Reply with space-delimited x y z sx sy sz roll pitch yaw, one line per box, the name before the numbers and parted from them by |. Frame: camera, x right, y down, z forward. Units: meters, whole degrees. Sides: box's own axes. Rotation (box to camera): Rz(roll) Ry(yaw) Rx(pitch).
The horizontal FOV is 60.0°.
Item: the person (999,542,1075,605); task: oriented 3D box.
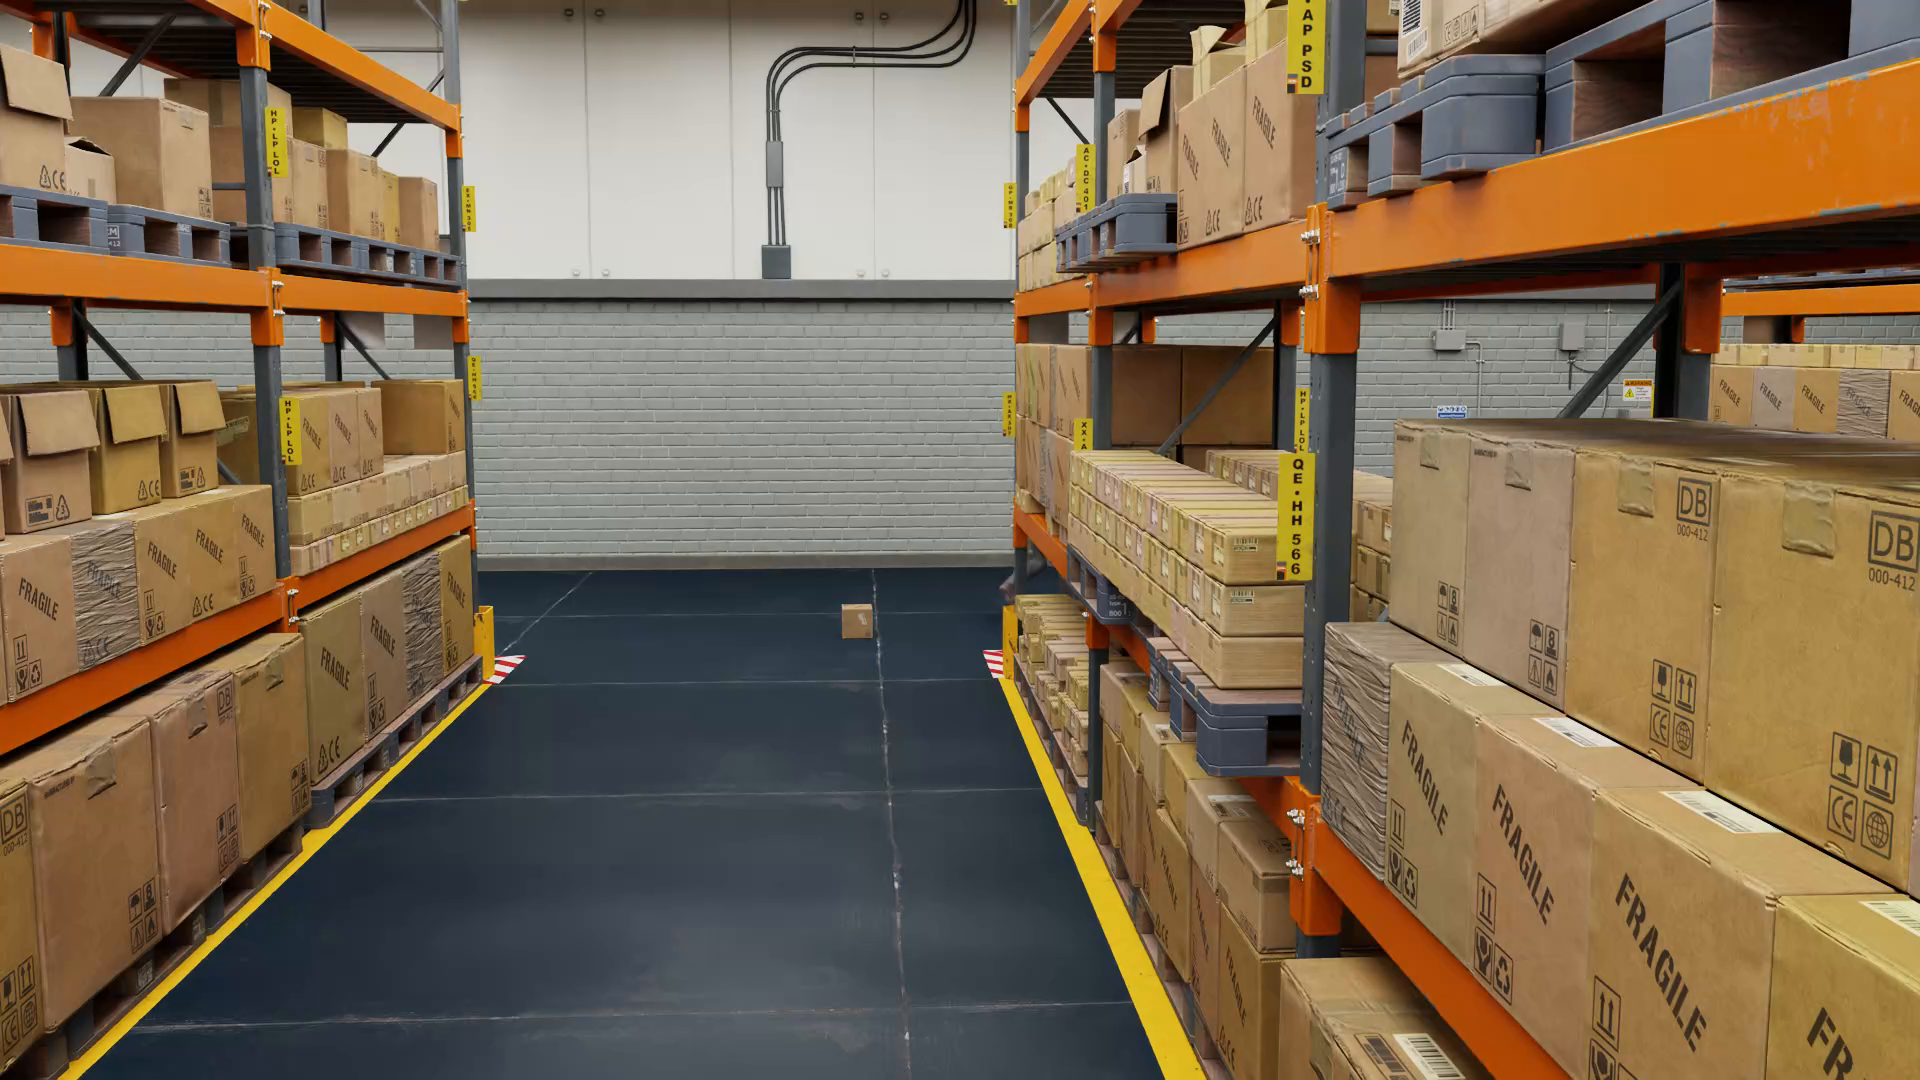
person | 0.767 -0.146 14.915 0.860 1.610 0.462 -5 9 -37
